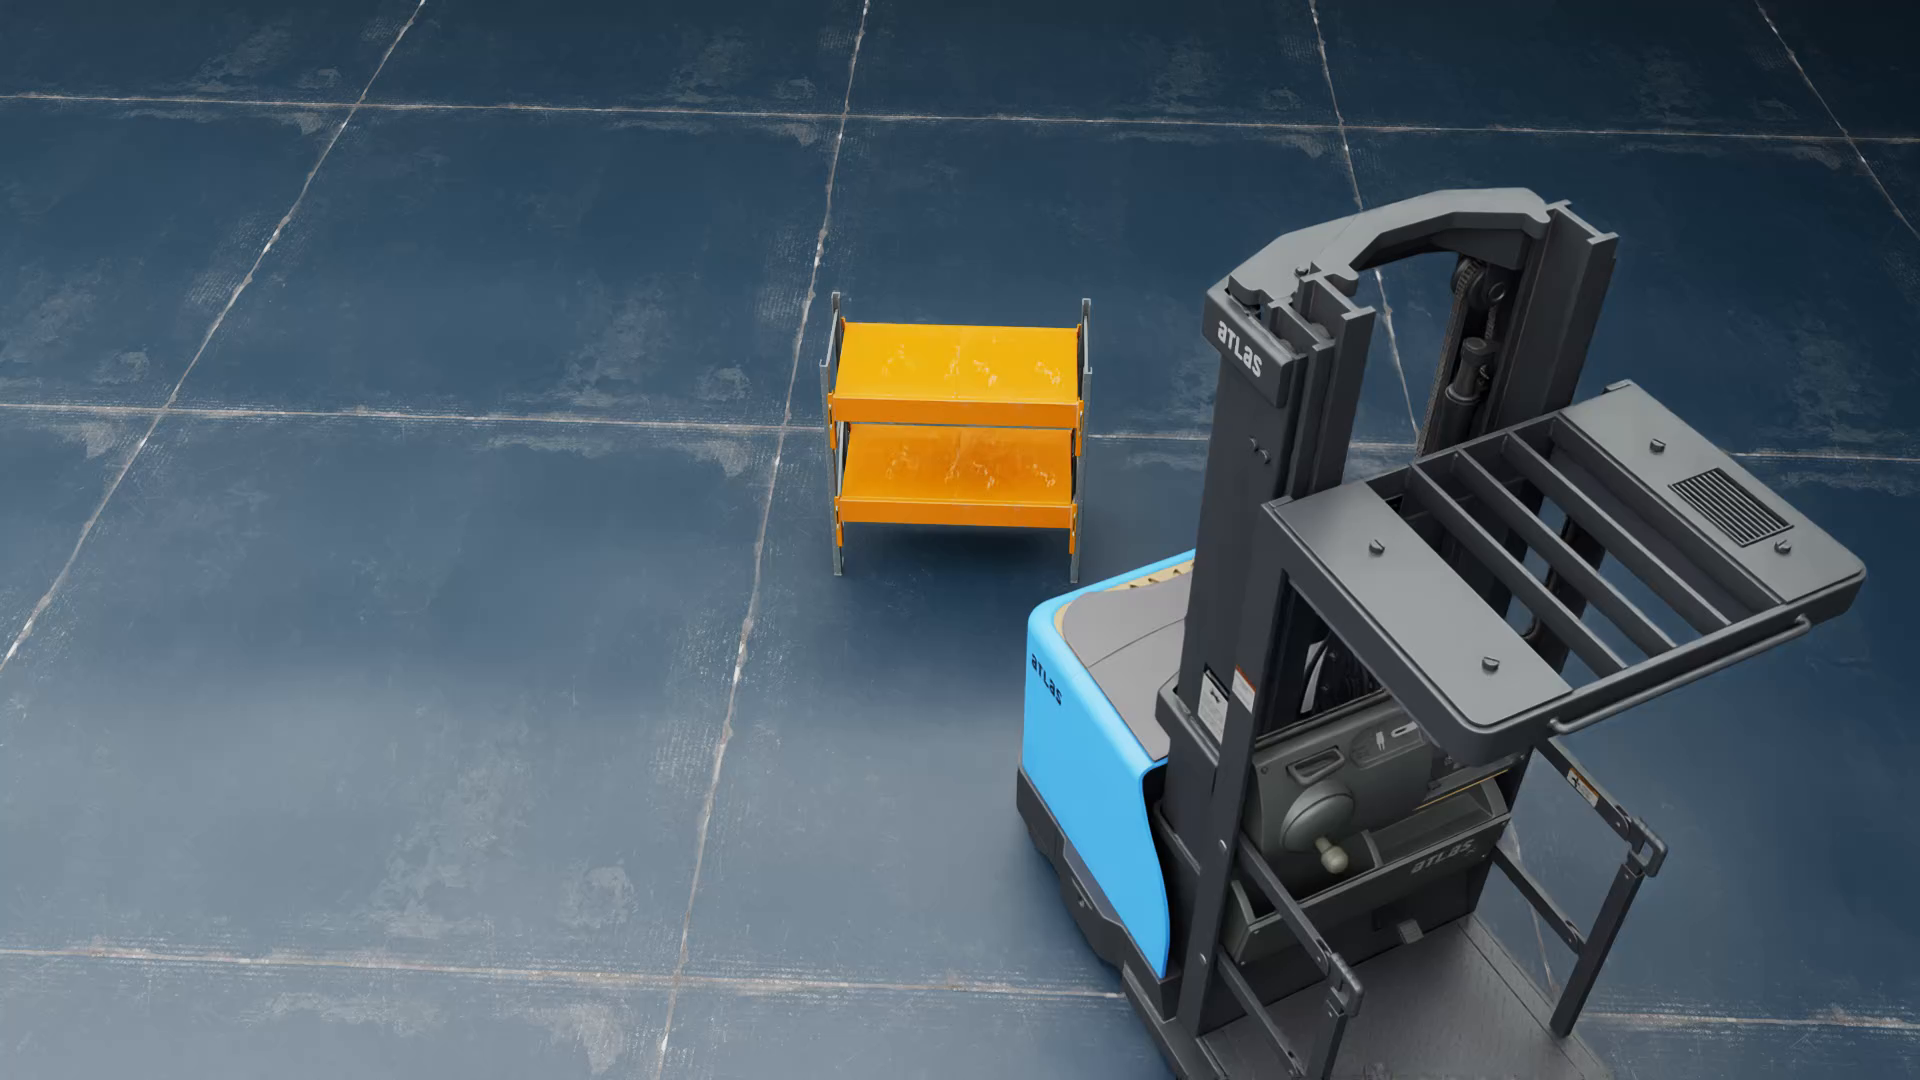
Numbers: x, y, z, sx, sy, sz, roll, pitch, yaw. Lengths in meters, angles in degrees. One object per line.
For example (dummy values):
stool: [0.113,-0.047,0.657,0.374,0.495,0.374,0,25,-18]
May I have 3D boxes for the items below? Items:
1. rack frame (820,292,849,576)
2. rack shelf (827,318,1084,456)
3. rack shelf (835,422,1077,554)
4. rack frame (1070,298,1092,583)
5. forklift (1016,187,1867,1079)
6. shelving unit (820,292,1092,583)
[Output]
rack frame: [-0.515,-0.427,6.969,0.032,1.125,0.500,2,43,2]
rack shelf: [-0.007,-0.626,6.753,1.000,0.278,0.538,2,43,2]
rack shelf: [-0.007,-0.233,7.119,1.000,0.278,0.538,2,43,2]
rack frame: [0.501,-0.396,6.935,0.032,1.125,0.500,2,43,2]
forklift: [1.303,0.698,4.436,1.130,2.935,3.031,-18,46,-19]
shelving unit: [-0.007,-0.412,6.952,1.048,1.125,0.538,2,43,2]
